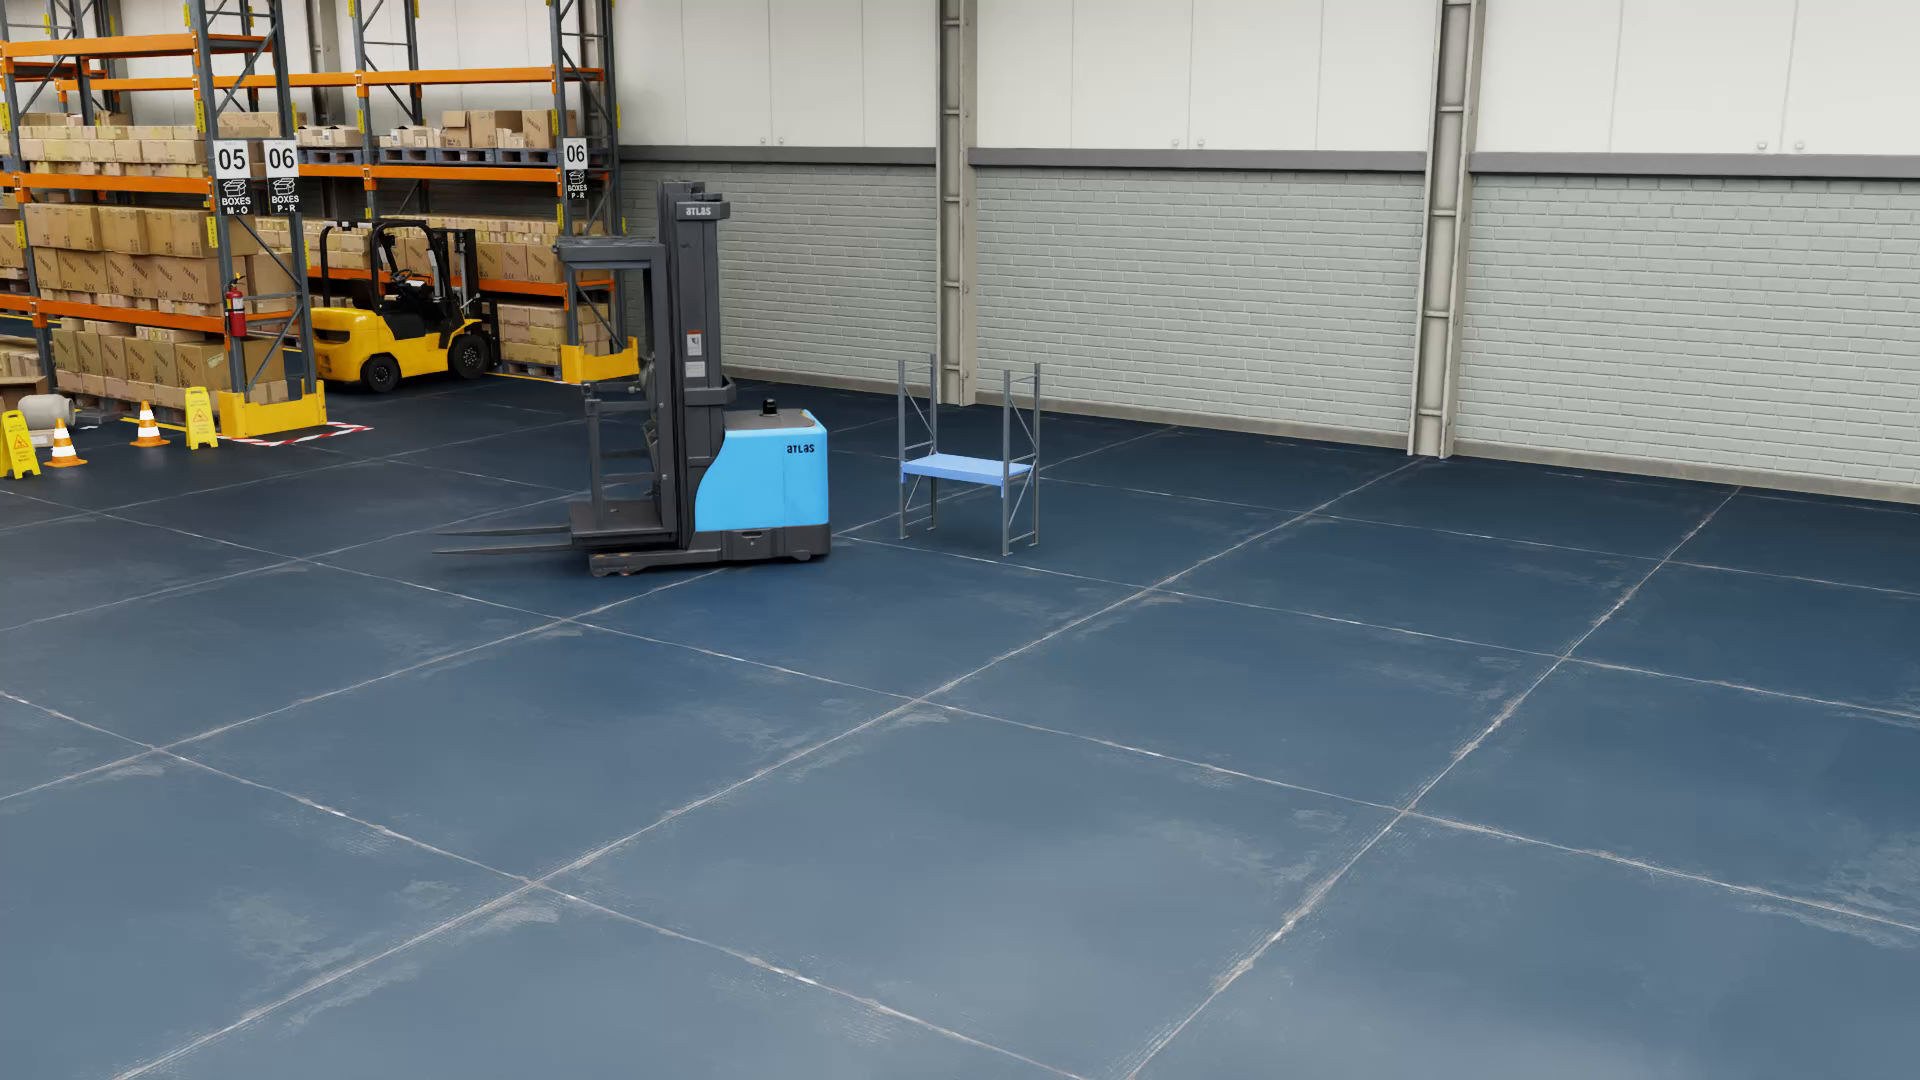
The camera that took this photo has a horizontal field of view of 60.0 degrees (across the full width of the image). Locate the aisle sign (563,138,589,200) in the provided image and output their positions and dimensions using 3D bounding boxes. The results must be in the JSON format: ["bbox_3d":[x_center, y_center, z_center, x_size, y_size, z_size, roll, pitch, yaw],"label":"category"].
[{"bbox_3d":[-5.055,-4.886,21.910,0.004,0.787,0.394,9,17,33],"label":"aisle sign"}]

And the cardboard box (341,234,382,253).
[{"bbox_3d":[-8.815,-4.413,24.679,0.500,0.250,0.500,9,16,32],"label":"cardboard box"}]

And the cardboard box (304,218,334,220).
[{"bbox_3d":[-10.071,-4.979,26.135,0.250,0.149,0.380,9,16,32],"label":"cardboard box"}]

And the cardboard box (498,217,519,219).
[{"bbox_3d":[-6.373,-4.500,23.584,0.250,0.149,0.380,9,17,33],"label":"cardboard box"}]

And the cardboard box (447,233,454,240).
[{"bbox_3d":[-7.101,-4.319,23.470,0.250,0.149,0.380,9,16,31],"label":"cardboard box"}]

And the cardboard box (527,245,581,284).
[{"bbox_3d":[-5.501,-3.754,22.537,0.500,0.500,0.500,9,16,32],"label":"cardboard box"}]

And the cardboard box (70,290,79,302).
[{"bbox_3d":[-10.474,-2.957,20.048,0.250,0.149,0.380,9,17,33],"label":"cardboard box"}]

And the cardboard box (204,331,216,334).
[{"bbox_3d":[-9.096,-2.239,19.914,0.500,0.500,0.500,10,17,34],"label":"cardboard box"}]

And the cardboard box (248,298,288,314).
[{"bbox_3d":[-7.879,-2.666,18.875,0.250,0.149,0.380,9,17,33],"label":"cardboard box"}]

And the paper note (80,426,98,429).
[{"bbox_3d":[-9.931,-1.290,18.972,0.148,0.019,0.142,3,14,14],"label":"paper note"}]

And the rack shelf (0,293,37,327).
[{"bbox_3d":[-12.691,-3.157,21.831,4.000,0.370,1.077,9,17,33],"label":"rack shelf"}]

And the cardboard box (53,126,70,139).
[{"bbox_3d":[-10.303,-4.745,19.370,0.250,0.149,0.380,9,17,32],"label":"cardboard box"}]

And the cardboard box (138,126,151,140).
[{"bbox_3d":[-8.954,-4.561,18.625,0.250,0.149,0.380,9,17,33],"label":"cardboard box"}]

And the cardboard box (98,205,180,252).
[{"bbox_3d":[-9.491,-3.617,19.283,0.500,0.500,0.700,9,17,32],"label":"cardboard box"}]

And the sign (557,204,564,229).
[{"bbox_3d":[-5.260,-4.262,21.897,0.005,0.325,0.100,9,17,33],"label":"sign"}]

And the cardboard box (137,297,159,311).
[{"bbox_3d":[-9.243,-2.745,19.191,0.250,0.149,0.380,9,17,32],"label":"cardboard box"}]

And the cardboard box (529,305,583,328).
[{"bbox_3d":[-5.502,-3.046,22.652,0.500,0.250,0.500,10,17,35],"label":"cardboard box"}]

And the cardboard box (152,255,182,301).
[{"bbox_3d":[-8.730,-2.980,18.794,0.500,0.500,0.500,9,17,33],"label":"cardboard box"}]

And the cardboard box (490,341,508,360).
[{"bbox_3d":[-6.329,-2.698,23.330,0.500,0.250,0.500,9,17,33],"label":"cardboard box"}]

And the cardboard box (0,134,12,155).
[{"bbox_3d":[-11.597,-4.875,20.468,0.500,0.250,0.500,9,16,32],"label":"cardboard box"}]

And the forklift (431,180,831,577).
[{"bbox_3d":[-2.597,-1.281,12.897,3.031,2.935,1.130,-3,14,-14],"label":"forklift"}]

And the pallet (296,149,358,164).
[{"bbox_3d":[-10.041,-5.906,25.591,1.213,0.211,1.003,10,17,35],"label":"pallet"}]

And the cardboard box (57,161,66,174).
[{"bbox_3d":[-10.457,-4.424,19.732,0.250,0.149,0.380,9,17,33],"label":"cardboard box"}]

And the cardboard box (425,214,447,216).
[{"bbox_3d":[-7.646,-4.712,24.437,0.250,0.149,0.380,9,16,31],"label":"cardboard box"}]

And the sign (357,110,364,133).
[{"bbox_3d":[-8.560,-5.978,23.759,0.005,0.325,0.100,9,17,33],"label":"sign"}]

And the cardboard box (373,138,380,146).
[{"bbox_3d":[-8.859,-5.968,24.886,0.250,0.149,0.380,9,17,33],"label":"cardboard box"}]

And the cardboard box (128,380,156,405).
[{"bbox_3d":[-9.396,-1.766,19.561,0.500,0.250,0.500,8,16,31],"label":"cardboard box"}]

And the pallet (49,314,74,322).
[{"bbox_3d":[-15.472,-4.040,29.703,1.213,0.211,1.003,9,17,33],"label":"pallet"}]

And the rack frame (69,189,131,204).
[{"bbox_3d":[-14.903,-5.301,28.995,0.127,3.000,1.000,9,17,33],"label":"rack frame"}]

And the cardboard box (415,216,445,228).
[{"bbox_3d":[-7.525,-4.530,23.702,0.250,0.149,0.380,10,17,34],"label":"cardboard box"}]

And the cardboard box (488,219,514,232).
[{"bbox_3d":[-6.258,-4.323,22.868,0.250,0.149,0.380,10,17,34],"label":"cardboard box"}]

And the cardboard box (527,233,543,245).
[{"bbox_3d":[-5.618,-4.074,22.481,0.250,0.149,0.380,9,17,34],"label":"cardboard box"}]

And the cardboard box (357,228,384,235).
[{"bbox_3d":[-8.672,-4.593,24.578,0.250,0.149,0.380,10,17,35],"label":"cardboard box"}]

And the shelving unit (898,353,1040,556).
[{"bbox_3d":[0.071,-0.717,13.597,1.048,1.500,0.538,9,17,33],"label":"shelving unit"}]

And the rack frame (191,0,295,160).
[{"bbox_3d":[-7.713,-5.614,17.773,0.127,3.000,1.000,9,17,33],"label":"rack frame"}]

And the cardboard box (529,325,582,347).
[{"bbox_3d":[-5.524,-2.807,22.726,0.500,0.250,0.500,9,16,32],"label":"cardboard box"}]

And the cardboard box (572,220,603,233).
[{"bbox_3d":[-5.105,-4.287,22.723,0.250,0.149,0.380,9,16,32],"label":"cardboard box"}]

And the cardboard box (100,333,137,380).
[{"bbox_3d":[-9.813,-2.199,19.751,0.500,0.500,0.500,10,17,36],"label":"cardboard box"}]

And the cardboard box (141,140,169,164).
[{"bbox_3d":[-8.697,-4.315,18.461,0.500,0.250,0.500,9,16,32],"label":"cardboard box"}]

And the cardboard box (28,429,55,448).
[{"bbox_3d":[-9.927,-1.091,17.919,0.380,0.149,0.250,-7,15,-25],"label":"cardboard box"}]

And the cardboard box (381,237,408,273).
[{"bbox_3d":[-8.042,-4.165,24.199,0.500,0.500,0.500,9,16,31],"label":"cardboard box"}]

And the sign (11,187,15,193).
[{"bbox_3d":[-17.896,-6.661,31.421,0.005,0.325,0.100,9,17,33],"label":"sign"}]

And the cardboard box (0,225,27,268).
[{"bbox_3d":[-11.543,-3.651,20.628,0.500,0.500,0.500,9,16,32],"label":"cardboard box"}]

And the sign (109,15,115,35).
[{"bbox_3d":[-14.598,-8.855,28.593,0.005,0.325,0.100,9,17,33],"label":"sign"}]

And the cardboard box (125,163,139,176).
[{"bbox_3d":[-9.212,-4.205,18.848,0.250,0.149,0.380,9,16,31],"label":"cardboard box"}]

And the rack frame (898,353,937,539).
[{"bbox_3d":[-0.351,-0.785,13.872,0.032,1.500,0.500,9,17,33],"label":"rack frame"}]

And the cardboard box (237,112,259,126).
[{"bbox_3d":[-10.644,-6.328,25.612,0.500,0.500,0.700,9,16,32],"label":"cardboard box"}]

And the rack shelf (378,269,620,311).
[{"bbox_3d":[-6.605,-3.611,23.664,4.000,0.370,1.077,9,17,33],"label":"rack shelf"}]

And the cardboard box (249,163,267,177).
[{"bbox_3d":[-7.807,-4.145,18.605,0.250,0.149,0.380,9,17,33],"label":"cardboard box"}]

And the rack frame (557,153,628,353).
[{"bbox_3d":[-4.946,-3.692,22.494,0.127,3.000,1.000,9,17,33],"label":"rack frame"}]

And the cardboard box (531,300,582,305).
[{"bbox_3d":[-5.655,-3.215,23.335,0.500,0.250,0.500,9,17,33],"label":"cardboard box"}]

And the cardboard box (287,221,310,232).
[{"bbox_3d":[-10.012,-4.779,25.327,0.250,0.149,0.380,9,16,31],"label":"cardboard box"}]

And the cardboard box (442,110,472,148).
[{"bbox_3d":[-6.707,-5.704,23.086,0.637,0.503,0.797,10,17,35],"label":"cardboard box"}]

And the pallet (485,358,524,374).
[{"bbox_3d":[-6.612,-2.596,23.872,1.213,0.211,1.003,9,17,33],"label":"pallet"}]

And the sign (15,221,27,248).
[{"bbox_3d":[-11.339,-3.689,20.073,0.005,0.325,0.100,9,17,33],"label":"sign"}]

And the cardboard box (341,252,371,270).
[{"bbox_3d":[-8.829,-4.171,24.742,0.500,0.250,0.500,10,17,34],"label":"cardboard box"}]

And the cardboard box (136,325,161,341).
[{"bbox_3d":[-9.290,-2.411,19.258,0.250,0.149,0.380,10,17,35],"label":"cardboard box"}]

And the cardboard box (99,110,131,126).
[{"bbox_3d":[-14.373,-7.177,28.290,0.258,0.266,0.396,9,17,33],"label":"cardboard box"}]
